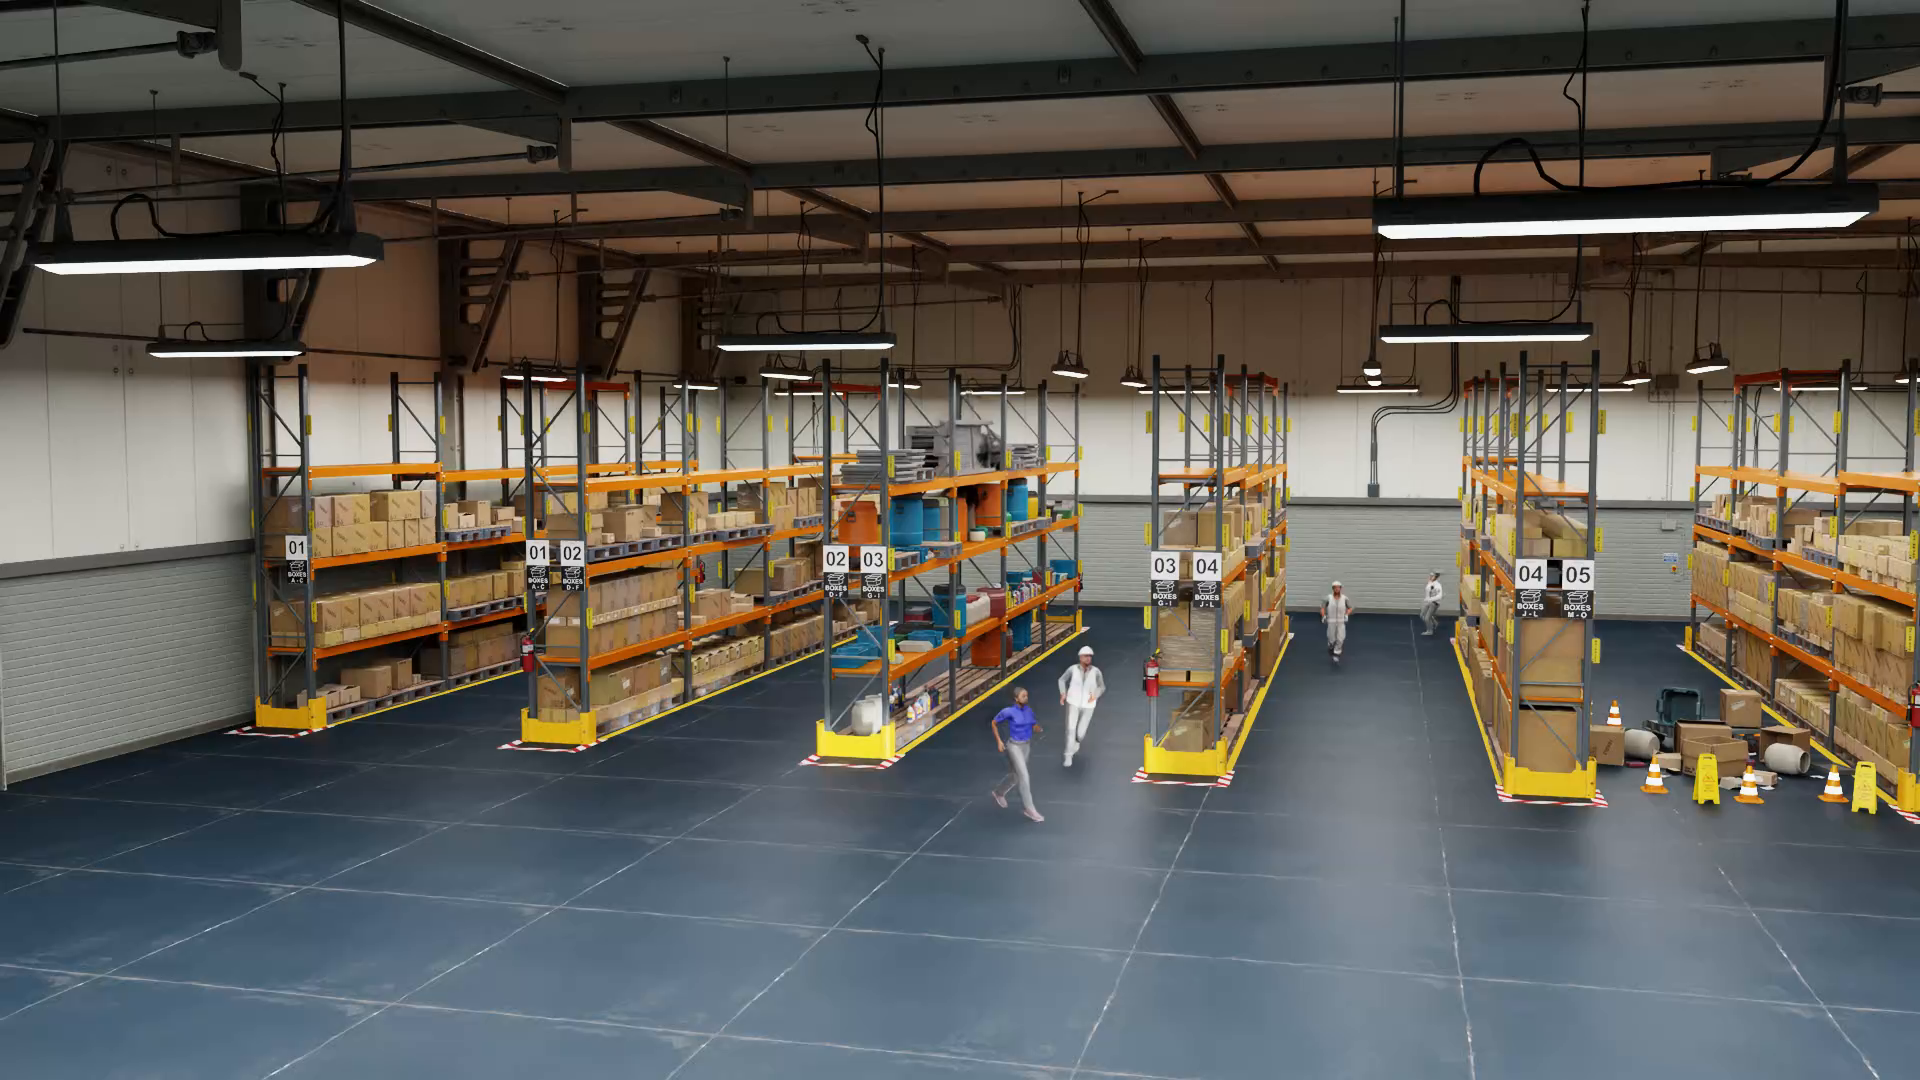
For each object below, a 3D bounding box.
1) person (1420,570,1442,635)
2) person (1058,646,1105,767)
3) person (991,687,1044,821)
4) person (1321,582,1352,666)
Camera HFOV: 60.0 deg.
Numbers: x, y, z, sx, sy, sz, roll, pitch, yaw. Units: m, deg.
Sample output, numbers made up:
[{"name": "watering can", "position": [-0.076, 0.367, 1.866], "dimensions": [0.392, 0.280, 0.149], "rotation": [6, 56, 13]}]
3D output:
[{"name": "person", "position": [11.199, 1.492, 39.378], "dimensions": [0.548, 1.588, 0.687], "rotation": [-1, 4, -15]}, {"name": "person", "position": [1.809, 2.450, 24.728], "dimensions": [0.697, 1.743, 0.793], "rotation": [0, 4, 3]}, {"name": "person", "position": [0.726, 2.688, 21.201], "dimensions": [0.933, 1.661, 0.567], "rotation": [4, 5, 44]}, {"name": "person", "position": [7.894, 1.737, 34.857], "dimensions": [0.656, 1.745, 0.627], "rotation": [1, 4, 8]}]
